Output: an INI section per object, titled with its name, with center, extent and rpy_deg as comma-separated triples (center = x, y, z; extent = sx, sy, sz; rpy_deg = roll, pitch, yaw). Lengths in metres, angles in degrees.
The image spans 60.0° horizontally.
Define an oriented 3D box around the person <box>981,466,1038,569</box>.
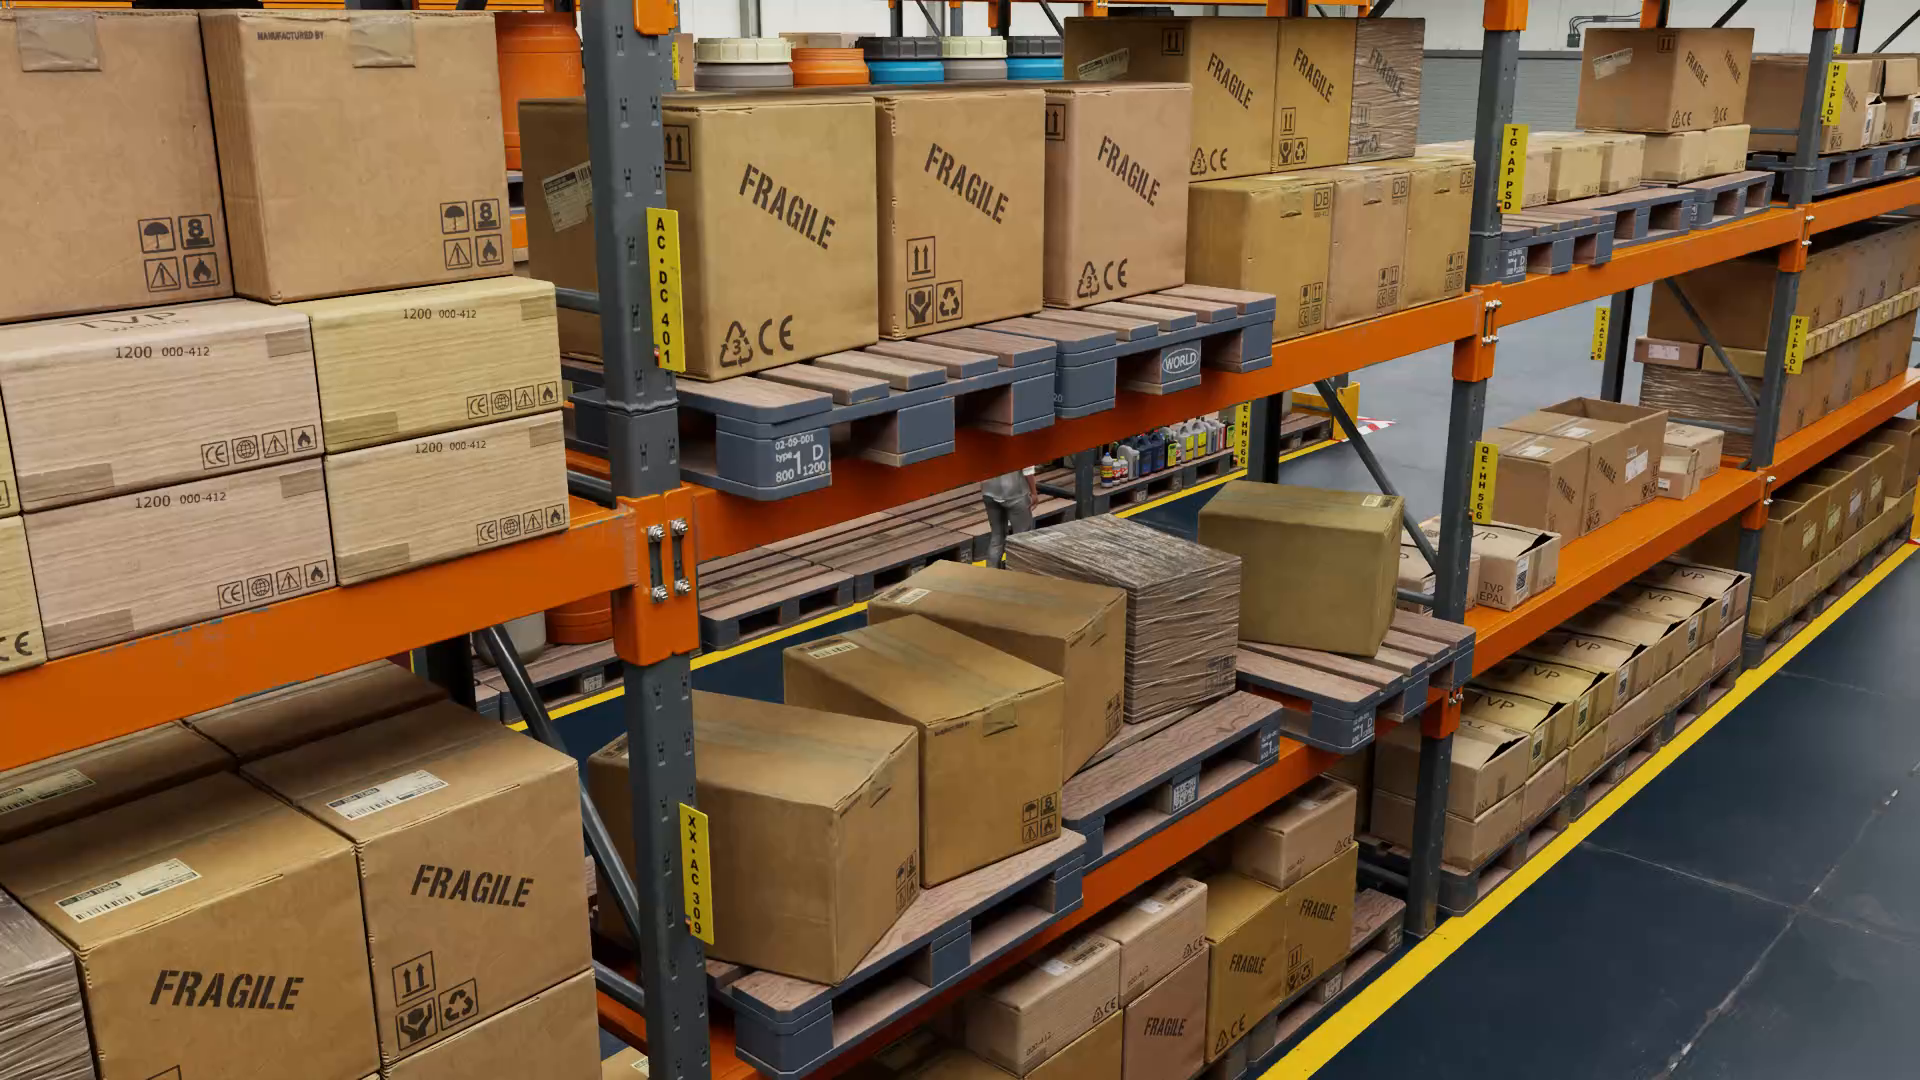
[person]
center = 0.322, -0.321, 11.100
extent = 0.459, 1.593, 0.347
rpy_deg = 15, 22, 39
